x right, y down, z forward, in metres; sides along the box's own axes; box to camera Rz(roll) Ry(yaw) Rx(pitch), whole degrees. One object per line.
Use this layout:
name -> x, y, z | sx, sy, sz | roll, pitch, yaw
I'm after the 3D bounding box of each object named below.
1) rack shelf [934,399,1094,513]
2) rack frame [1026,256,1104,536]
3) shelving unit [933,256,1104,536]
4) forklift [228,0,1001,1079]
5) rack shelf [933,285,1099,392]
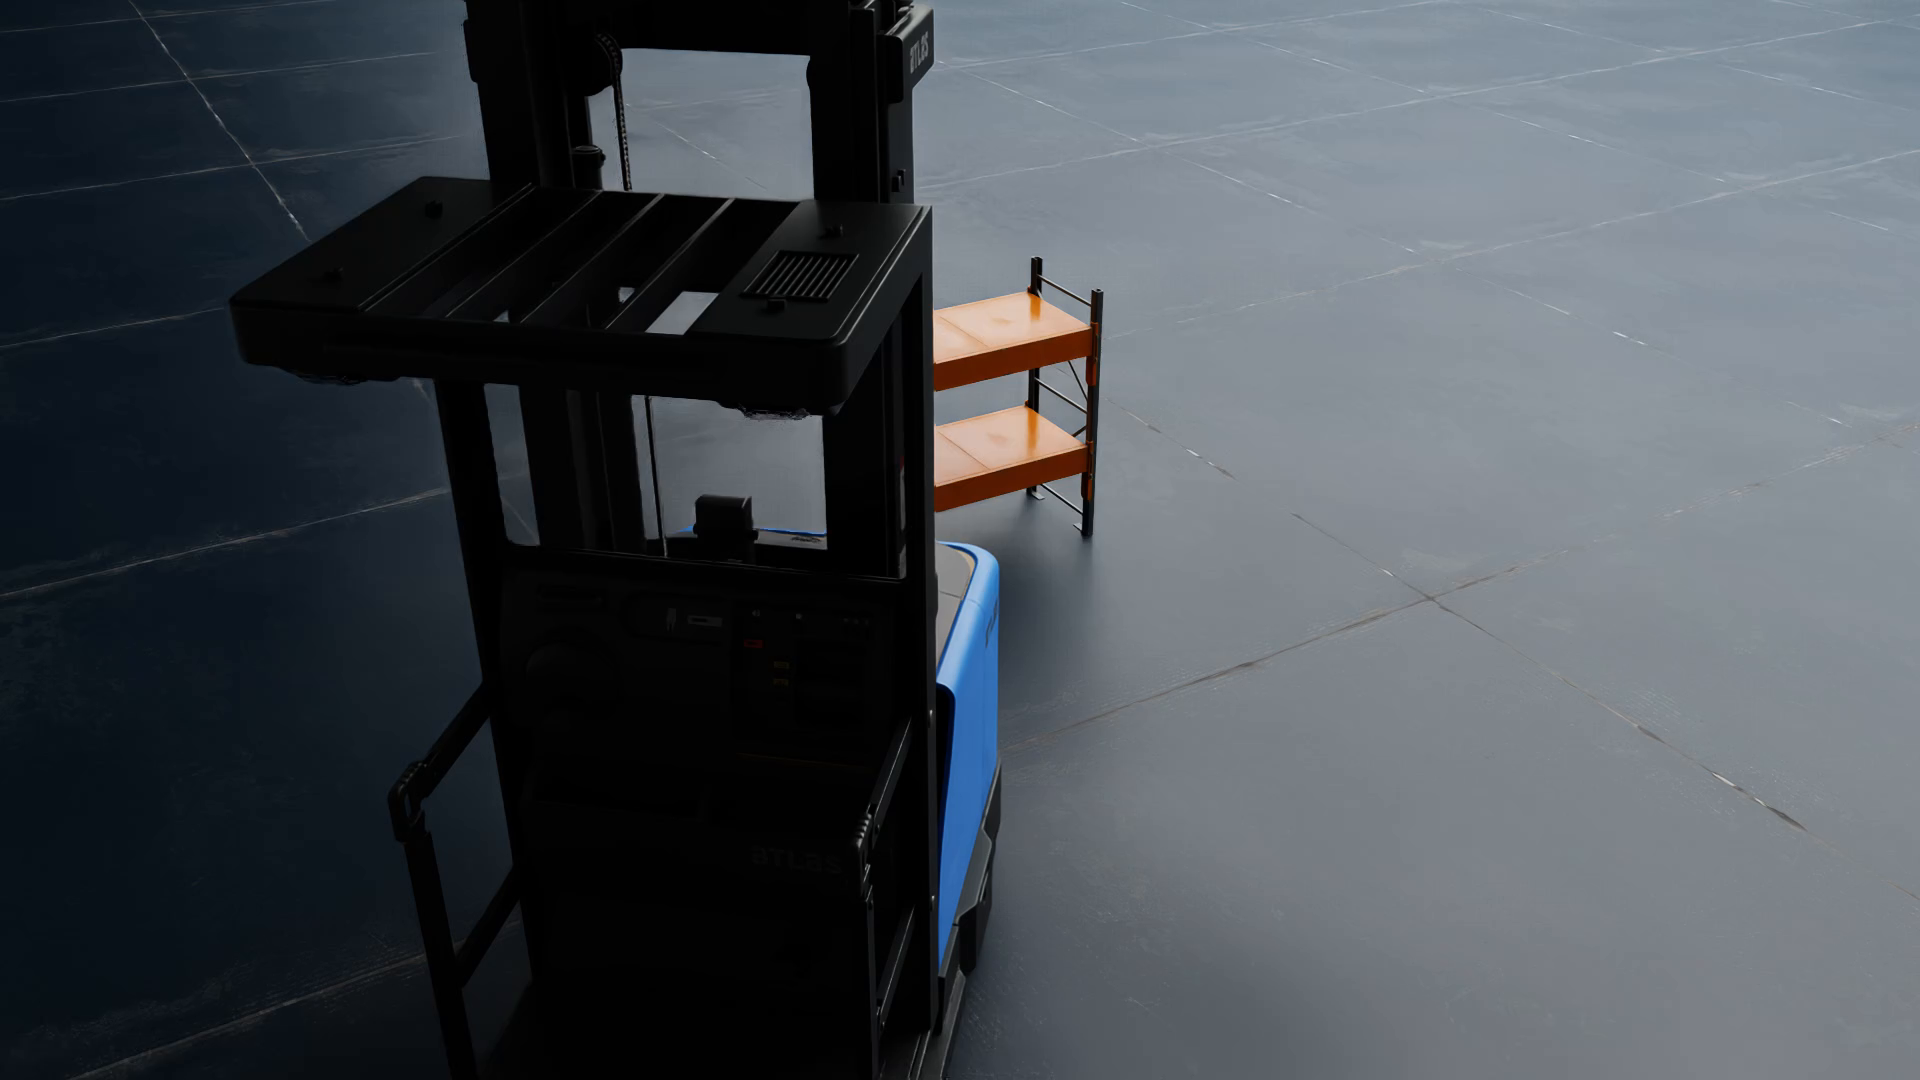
rack shelf -> 0.006, -0.280, 7.099 | 1.000, 0.278, 0.538 | -16, 33, -26
rack frame -> 0.444, -0.619, 7.207 | 0.032, 1.125, 0.500 | -16, 33, -26
shelving unit -> 0.006, -0.494, 6.981 | 1.048, 1.125, 0.538 | -16, 33, -26
forklift -> -0.643, 0.329, 3.621 | 1.130, 2.935, 3.031 | 5, 29, 9
rack shelf -> 0.006, -0.750, 6.840 | 1.000, 0.278, 0.538 | -16, 33, -26
